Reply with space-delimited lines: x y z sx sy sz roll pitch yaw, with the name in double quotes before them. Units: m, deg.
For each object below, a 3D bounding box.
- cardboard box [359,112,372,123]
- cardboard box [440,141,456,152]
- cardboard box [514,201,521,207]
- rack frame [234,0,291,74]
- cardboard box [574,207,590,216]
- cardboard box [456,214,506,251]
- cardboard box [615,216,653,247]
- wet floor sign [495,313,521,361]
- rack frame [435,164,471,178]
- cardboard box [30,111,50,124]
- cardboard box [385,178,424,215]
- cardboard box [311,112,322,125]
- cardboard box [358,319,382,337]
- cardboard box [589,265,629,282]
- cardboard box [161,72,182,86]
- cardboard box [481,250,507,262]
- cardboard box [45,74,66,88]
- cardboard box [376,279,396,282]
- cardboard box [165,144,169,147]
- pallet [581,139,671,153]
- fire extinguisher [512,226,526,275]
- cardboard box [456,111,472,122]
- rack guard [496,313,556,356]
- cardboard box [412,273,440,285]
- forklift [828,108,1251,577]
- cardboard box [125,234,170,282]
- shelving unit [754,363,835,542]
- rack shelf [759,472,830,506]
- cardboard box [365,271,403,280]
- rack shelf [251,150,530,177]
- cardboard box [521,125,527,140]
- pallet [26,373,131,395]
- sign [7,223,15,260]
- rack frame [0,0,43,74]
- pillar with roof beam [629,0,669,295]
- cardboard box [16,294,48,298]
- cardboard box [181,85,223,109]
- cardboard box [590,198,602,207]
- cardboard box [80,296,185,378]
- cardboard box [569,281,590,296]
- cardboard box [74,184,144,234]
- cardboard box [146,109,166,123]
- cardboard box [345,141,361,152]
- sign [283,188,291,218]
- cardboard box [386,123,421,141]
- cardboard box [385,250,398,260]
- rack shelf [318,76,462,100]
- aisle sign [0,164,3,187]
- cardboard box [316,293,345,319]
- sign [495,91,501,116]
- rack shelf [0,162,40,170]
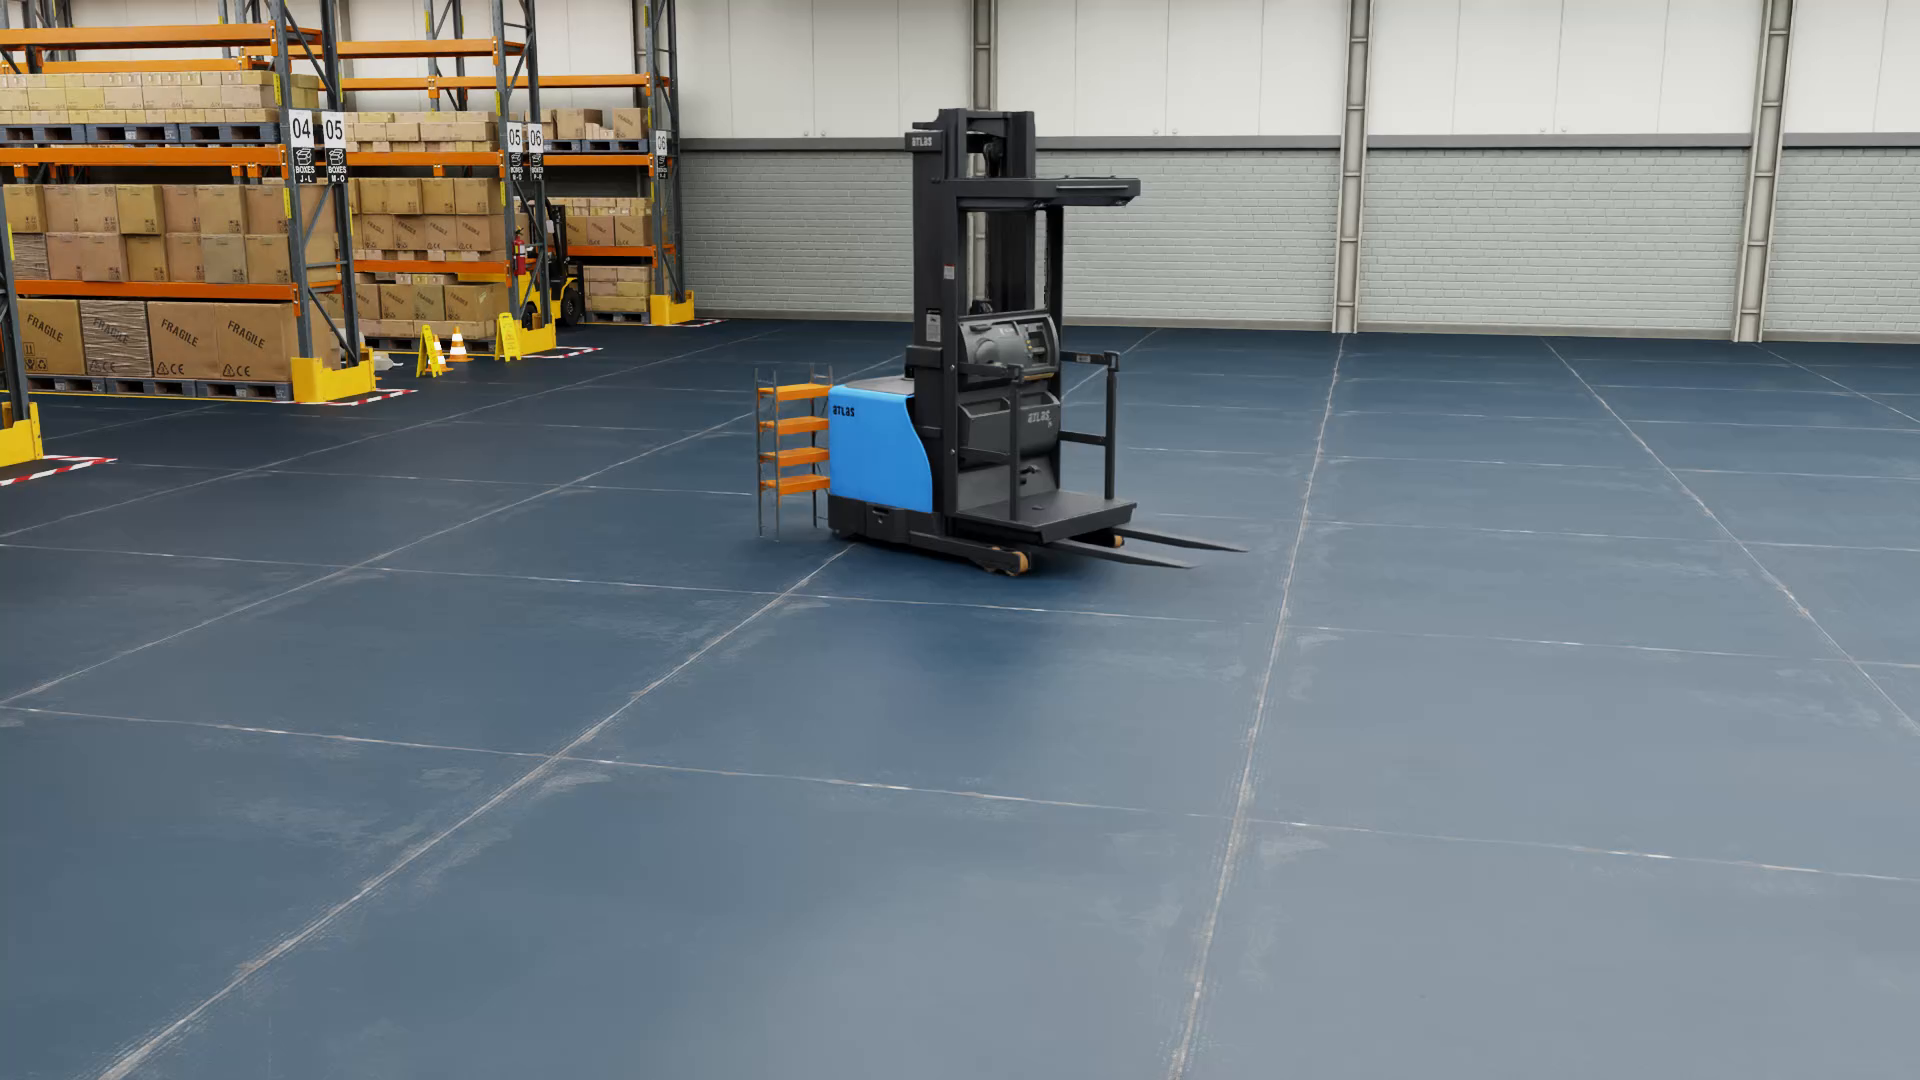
"cardboard box" -8.286 -5.970 23.532 0.250 0.149 0.380 3 13 15
"cardboard box" -7.072 -5.508 23.291 0.250 0.149 0.380 3 13 15
"cardboard box" -7.609 -5.815 28.602 0.250 0.149 0.380 3 13 13
"rack frame" -10.042 -7.316 23.935 0.127 3.000 1.000 3 13 14
"cardboard box" -6.378 -5.601 28.326 0.250 0.149 0.380 3 13 12
"cardboard box" -6.752 -4.344 23.472 0.500 0.500 0.500 3 13 13
"cardboard box" -5.514 -5.243 28.210 0.500 0.500 0.500 3 13 12
"wet floor sign" -6.231 -2.796 22.845 0.232 0.644 0.267 8 15 33
"rack frame" -8.857 -5.432 29.290 0.127 3.000 1.000 3 13 14
"cardboard box" -10.365 -4.820 18.989 0.250 0.149 0.380 3 13 13
"cardboard box" -7.717 -4.875 23.557 0.500 0.500 0.700 3 13 13
"cardboard box" -7.503 -4.815 18.963 0.250 0.149 0.380 3 13 14
"cardboard box" -8.498 -3.111 24.207 0.500 0.250 0.500 3 13 13
"cardboard box" -5.992 -4.558 28.424 0.500 0.250 0.500 3 13 15
"cardboard box" -8.640 -5.118 18.489 0.250 0.149 0.380 3 13 14
"cardboard box" -6.573 -4.032 23.561 0.250 0.149 0.380 4 13 15
"cardboard box" -10.118 -5.197 18.844 0.250 0.149 0.380 3 13 13
"cardboard box" -8.414 -3.590 24.636 0.500 0.500 0.500 4 13 17
"cardboard box" -14.271 -7.058 30.041 0.500 0.250 0.500 3 13 14
"pallet" -5.654 -6.687 28.229 1.213 0.211 1.003 3 13 14
"fire extinguisher" -6.158 -4.039 23.194 0.183 0.674 0.296 3 13 14
"cardboard box" -6.799 -5.888 23.161 0.250 0.149 0.380 3 13 15
"rack guard" -6.233 -2.964 23.937 0.348 0.500 1.175 3 13 14
"cardboard box" -7.615 -3.731 23.774 0.250 0.149 0.380 3 13 14
"forklift" 0.487 -1.321 10.920 3.031 2.935 1.130 11 17 41
"cardboard box" -9.195 -3.315 19.404 0.500 0.550 0.875 3 13 14
"shelving unit" -1.166 -0.624 11.778 0.503 1.200 0.258 -11 17 -41
"rack shelf" -1.166 -0.365 11.835 0.480 0.148 0.258 -11 17 -41
"cardboard box" -10.118 -4.544 29.802 0.625 0.625 0.875 3 13 13
"rack shelf" -8.101 -5.397 23.870 4.000 0.370 1.077 3 13 14
"cardboard box" -7.489 -6.943 28.288 0.258 0.266 0.396 3 13 12
"pallet" -10.411 -1.924 19.919 1.213 0.211 1.003 3 13 14
"sign" -8.403 -2.633 14.676 0.005 0.325 0.100 3 13 14
"rack frame" -11.130 -6.270 19.219 0.127 3.000 1.000 3 13 14
"pillar with roof beam" -6.465 -7.473 24.641 0.400 9.000 9.100 3 13 14
"cardboard box" -14.577 -3.816 25.945 0.875 0.875 0.875 3 13 13
"cardboard box" -8.274 -4.917 18.504 0.500 0.250 0.500 3 13 14
"cardboard box" -6.103 -5.752 28.318 0.250 0.149 0.380 3 13 14
"cardboard box" -9.660 -2.416 19.633 0.875 0.875 0.875 3 13 14
"cardboard box" -6.511 -4.341 28.598 0.500 0.250 0.500 3 13 12
"cardboard box" -9.727 -3.854 19.342 0.550 0.550 0.875 3 13 14
"cardboard box" -8.884 -4.741 18.634 0.250 0.149 0.380 3 13 14
"cardboard box" -8.568 -5.576 23.597 0.250 0.149 0.380 3 13 12
"sign" -7.390 -3.701 18.271 0.005 0.325 0.100 3 13 14
"cardboard box" -7.713 -5.739 23.408 0.500 0.250 0.500 3 13 15
"cardboard box" -8.053 -4.115 23.937 0.250 0.149 0.380 3 13 14
"rack shelf" -10.799 -7.918 29.229 4.000 0.370 1.077 3 13 14
"aisle sign" -8.401 -3.425 14.244 0.004 0.787 0.394 3 13 14
"cardboard box" -9.012 -3.504 24.248 0.500 0.500 0.500 4 13 16
"sign" -6.311 -5.961 22.707 0.005 0.325 0.100 3 13 14
"rack shelf" -13.072 -4.558 20.090 4.000 0.370 1.077 3 13 14
